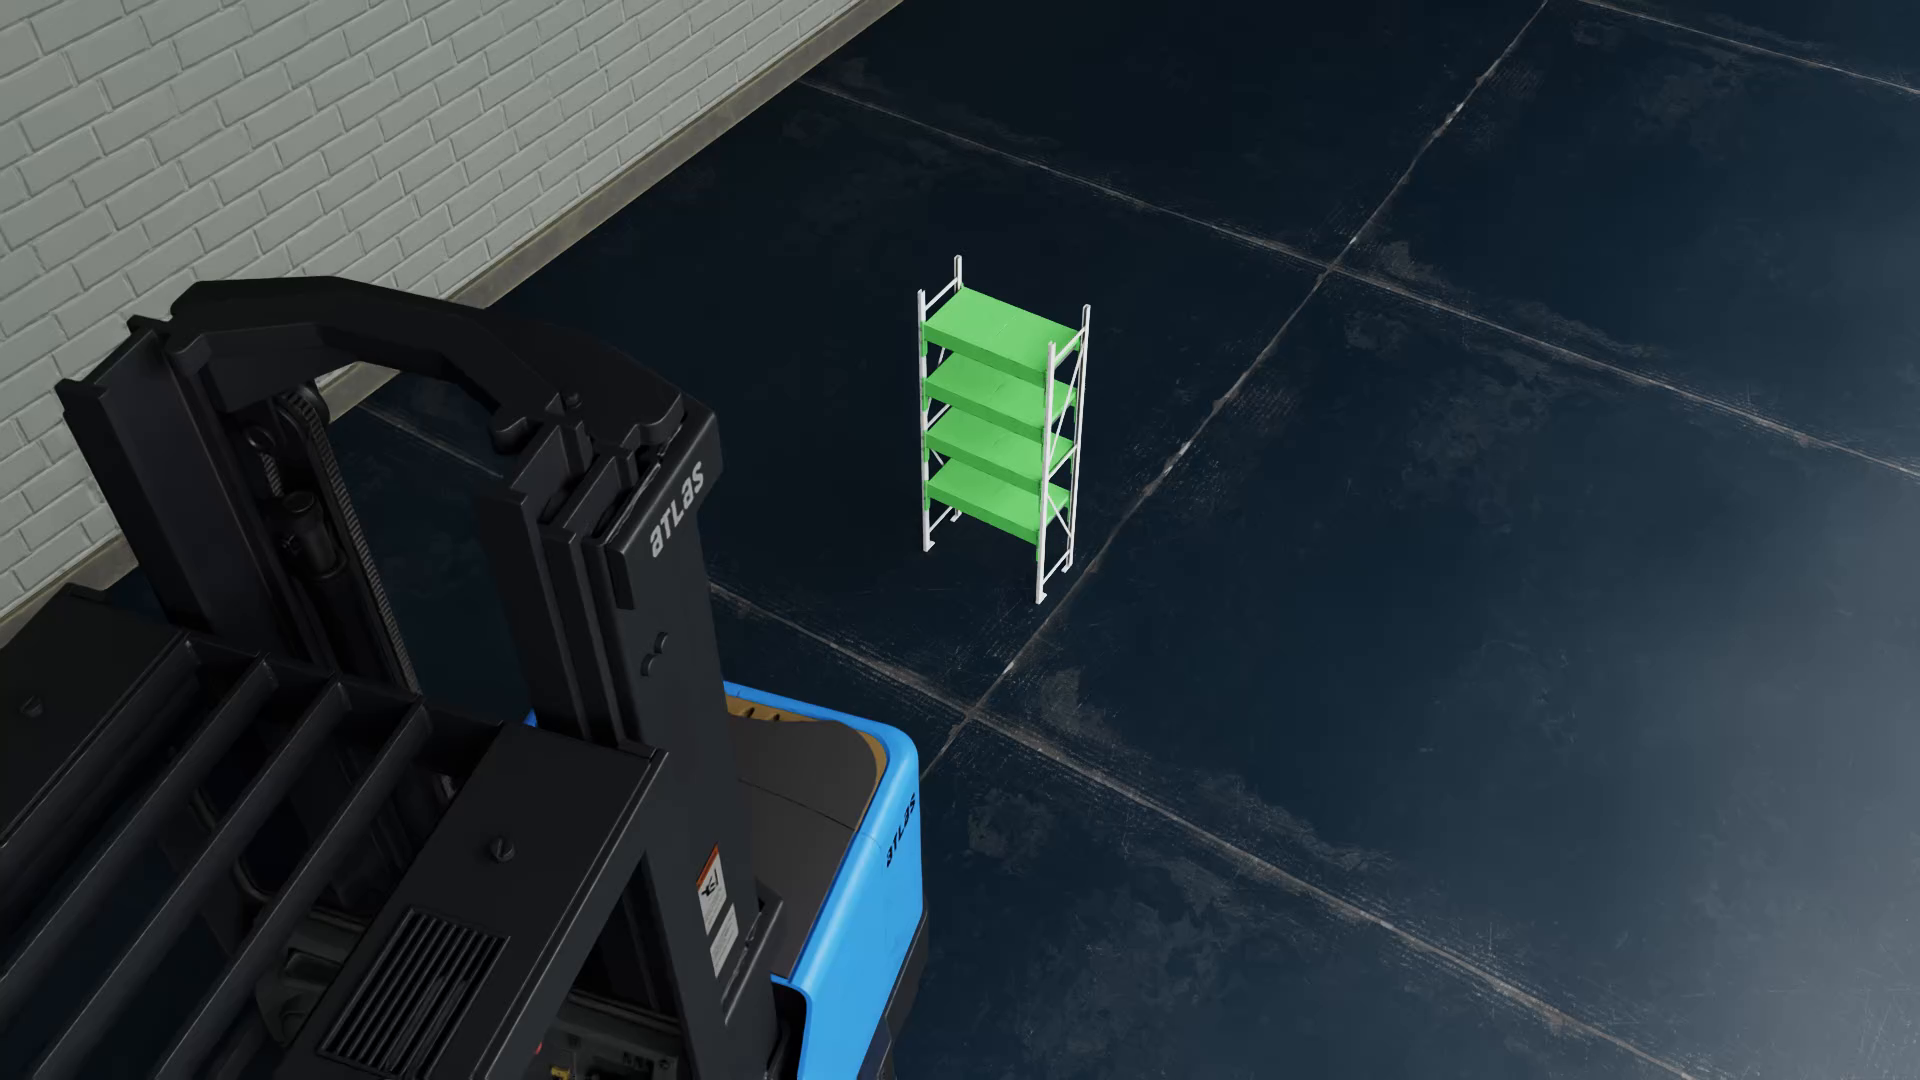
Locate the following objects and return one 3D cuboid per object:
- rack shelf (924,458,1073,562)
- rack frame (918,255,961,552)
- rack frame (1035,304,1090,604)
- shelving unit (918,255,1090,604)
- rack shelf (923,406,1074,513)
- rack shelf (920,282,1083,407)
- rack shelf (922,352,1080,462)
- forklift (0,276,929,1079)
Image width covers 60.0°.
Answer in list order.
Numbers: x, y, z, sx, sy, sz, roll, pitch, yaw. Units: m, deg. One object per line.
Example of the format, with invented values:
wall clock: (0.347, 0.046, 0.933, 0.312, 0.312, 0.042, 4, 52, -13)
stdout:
rack shelf: (0.139, -0.142, 5.975, 0.480, 0.148, 0.258, 25, 51, 22)
rack frame: (-0.066, -0.449, 5.849, 0.015, 1.200, 0.240, 25, 51, 22)
rack frame: (0.345, -0.260, 5.666, 0.015, 1.200, 0.240, 25, 51, 22)
shelving unit: (0.139, -0.354, 5.757, 0.503, 1.200, 0.258, 25, 51, 22)
rack shelf: (0.139, -0.310, 5.803, 0.480, 0.148, 0.258, 25, 51, 22)
rack shelf: (0.139, -0.644, 5.459, 0.480, 0.148, 0.258, 25, 51, 22)
rack shelf: (0.139, -0.477, 5.631, 0.480, 0.148, 0.258, 25, 51, 22)
forklift: (-1.043, 1.114, 3.123, 1.130, 2.935, 3.031, 14, 47, 13)
